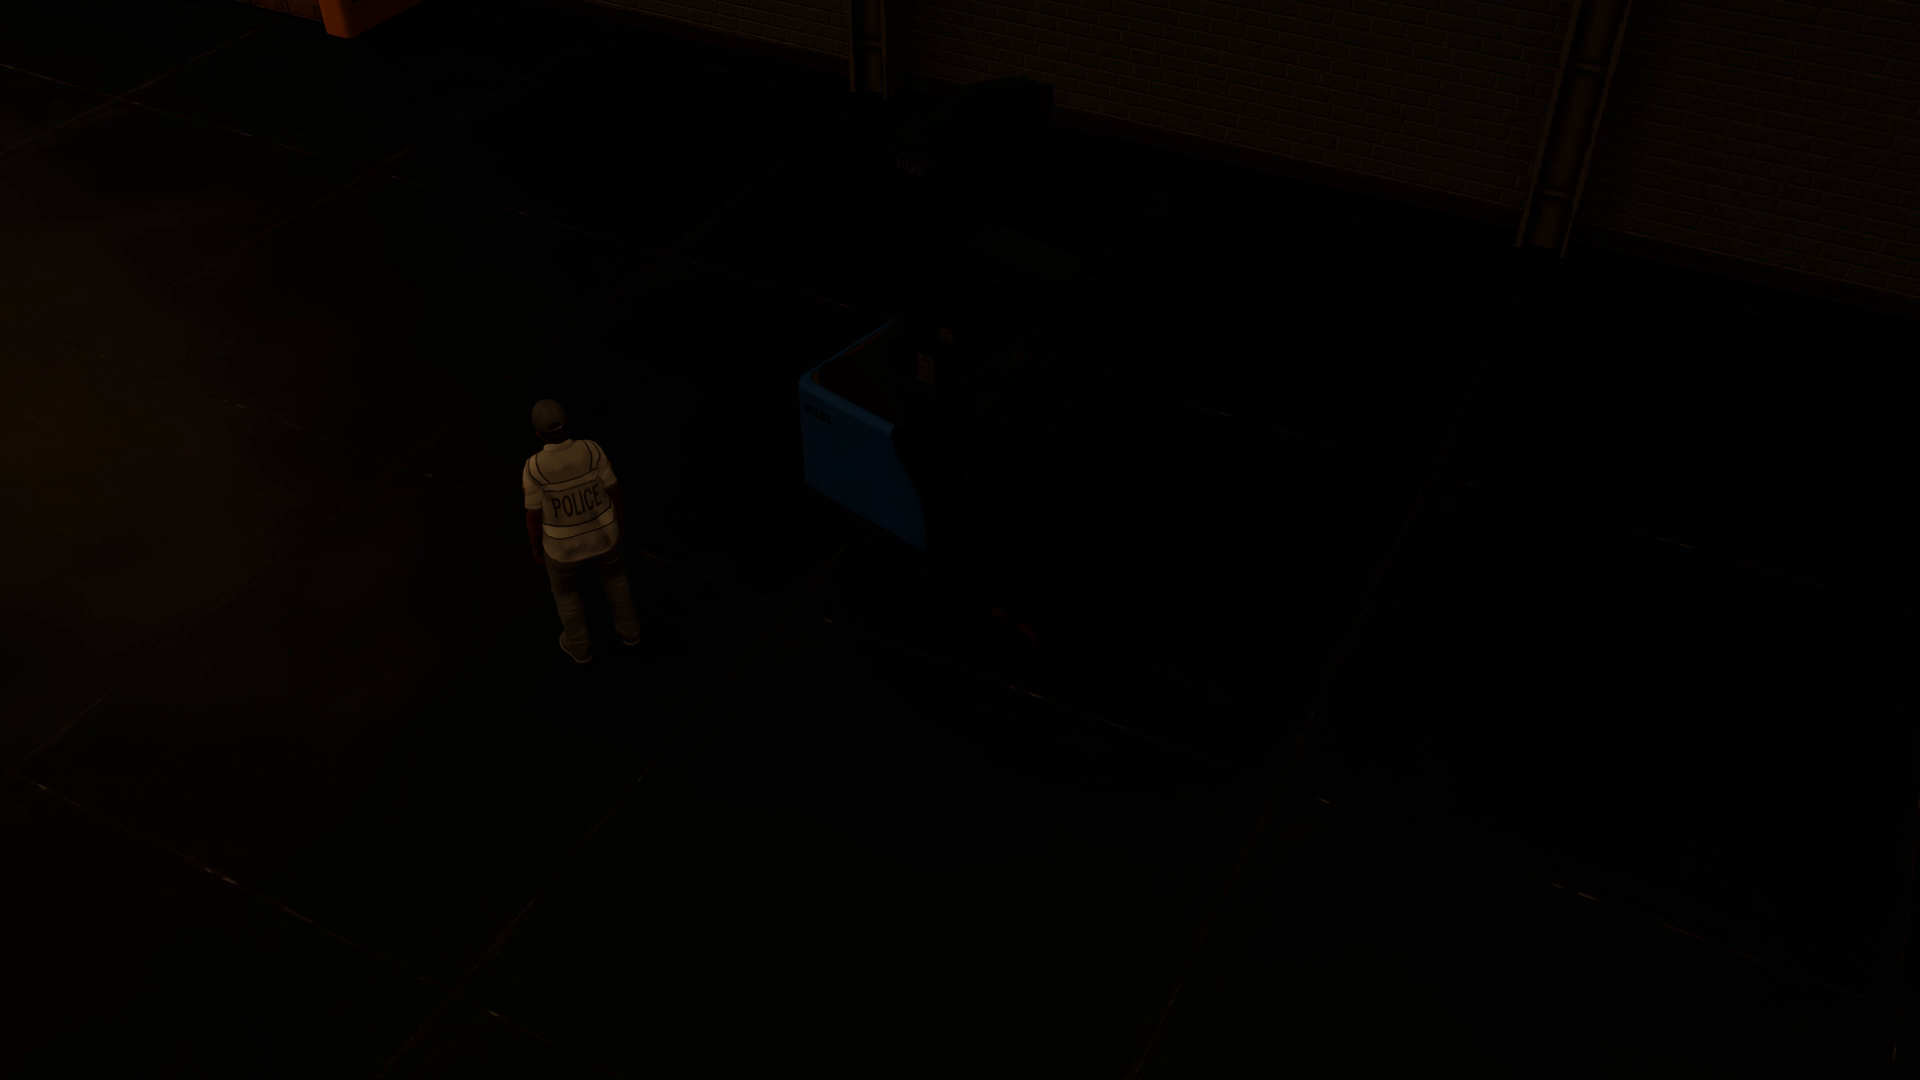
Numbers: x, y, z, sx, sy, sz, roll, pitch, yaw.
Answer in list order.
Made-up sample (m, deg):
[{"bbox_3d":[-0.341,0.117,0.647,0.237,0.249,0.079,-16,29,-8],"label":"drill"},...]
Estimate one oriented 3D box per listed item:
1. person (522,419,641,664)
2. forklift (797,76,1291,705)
[{"bbox_3d":[-2.054,-0.017,9.003,0.542,1.650,0.405,-18,43,-21],"label":"person"},{"bbox_3d":[0.477,-0.868,9.017,3.031,2.935,1.130,29,48,30],"label":"forklift"}]
